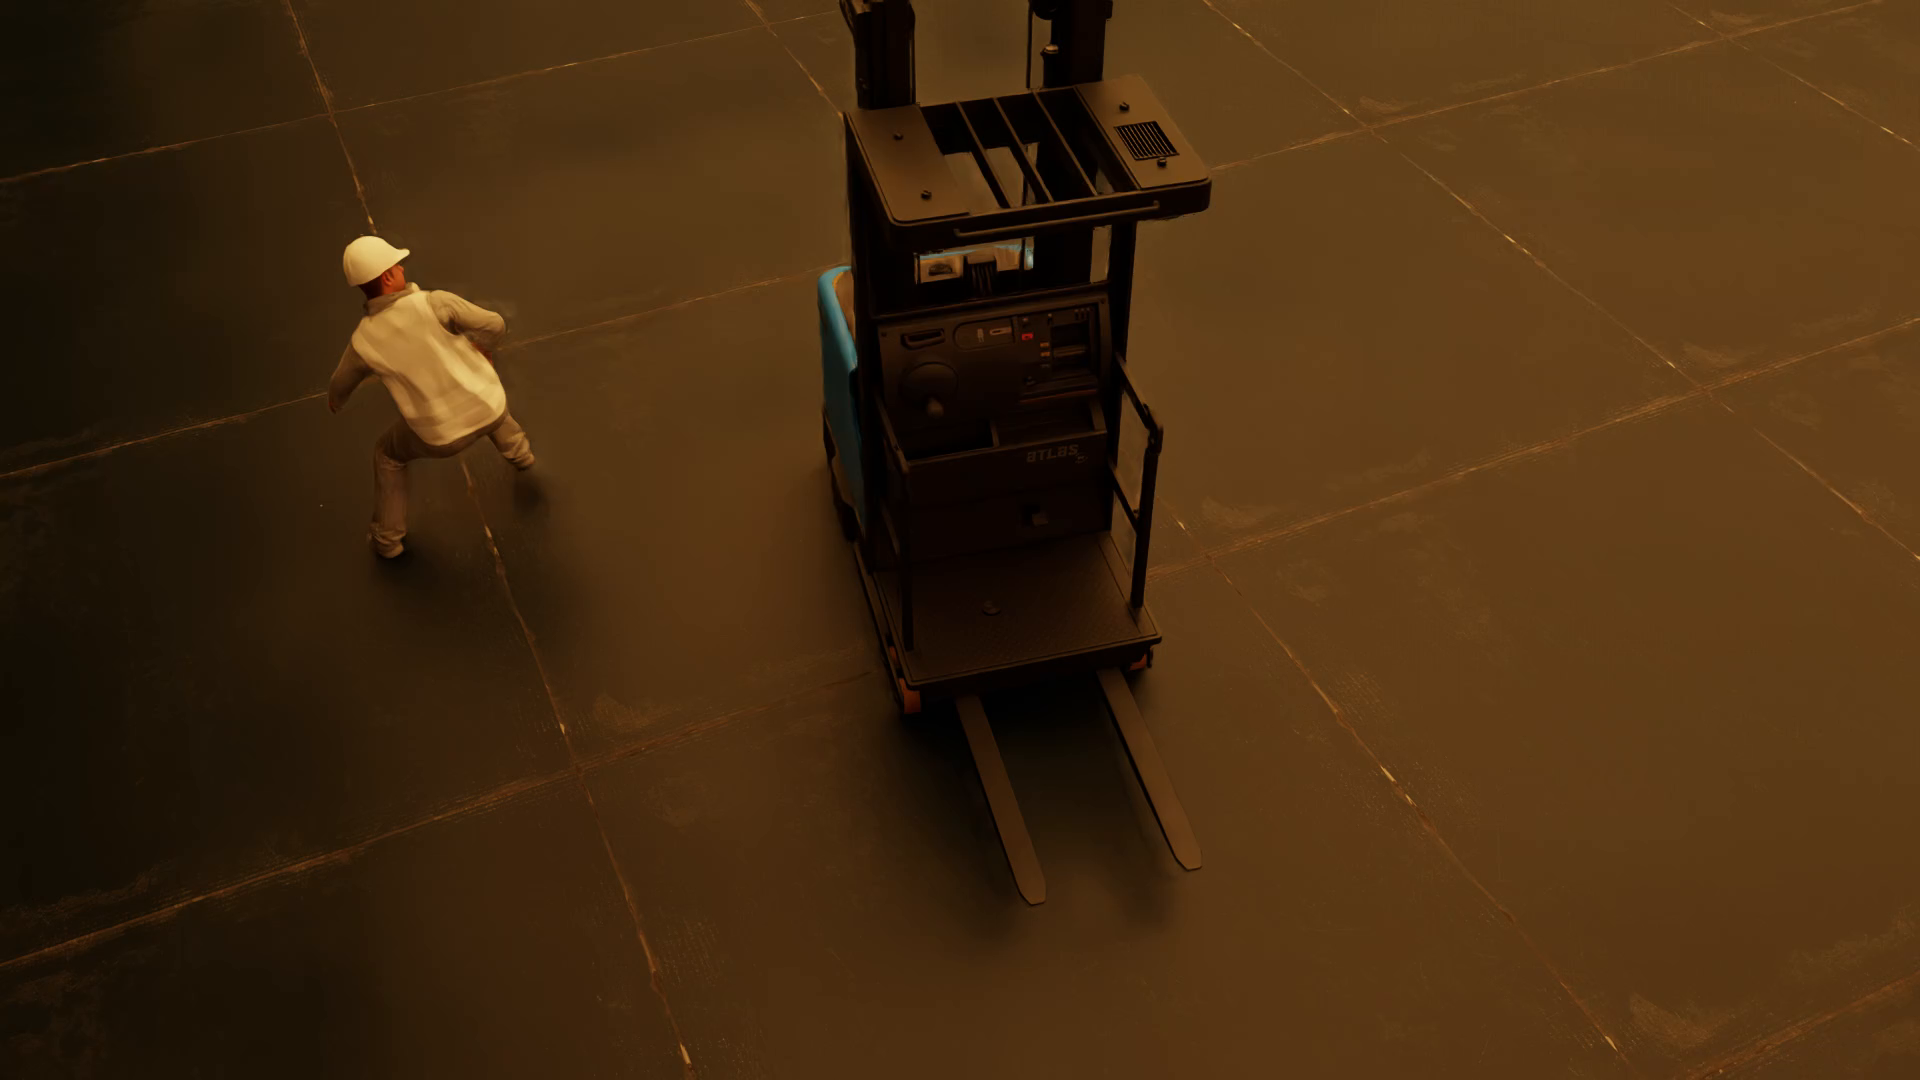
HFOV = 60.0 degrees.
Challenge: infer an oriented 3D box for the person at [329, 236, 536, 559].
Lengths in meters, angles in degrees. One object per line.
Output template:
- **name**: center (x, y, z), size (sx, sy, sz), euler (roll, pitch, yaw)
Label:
- **person**: center (-2.418, -0.666, 7.475), size (0.881, 1.554, 0.699), euler (-22, 47, -22)

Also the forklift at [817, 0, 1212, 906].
- **forklift**: center (0.197, -0.630, 6.356), size (1.130, 2.935, 3.031), euler (-10, 44, -11)
